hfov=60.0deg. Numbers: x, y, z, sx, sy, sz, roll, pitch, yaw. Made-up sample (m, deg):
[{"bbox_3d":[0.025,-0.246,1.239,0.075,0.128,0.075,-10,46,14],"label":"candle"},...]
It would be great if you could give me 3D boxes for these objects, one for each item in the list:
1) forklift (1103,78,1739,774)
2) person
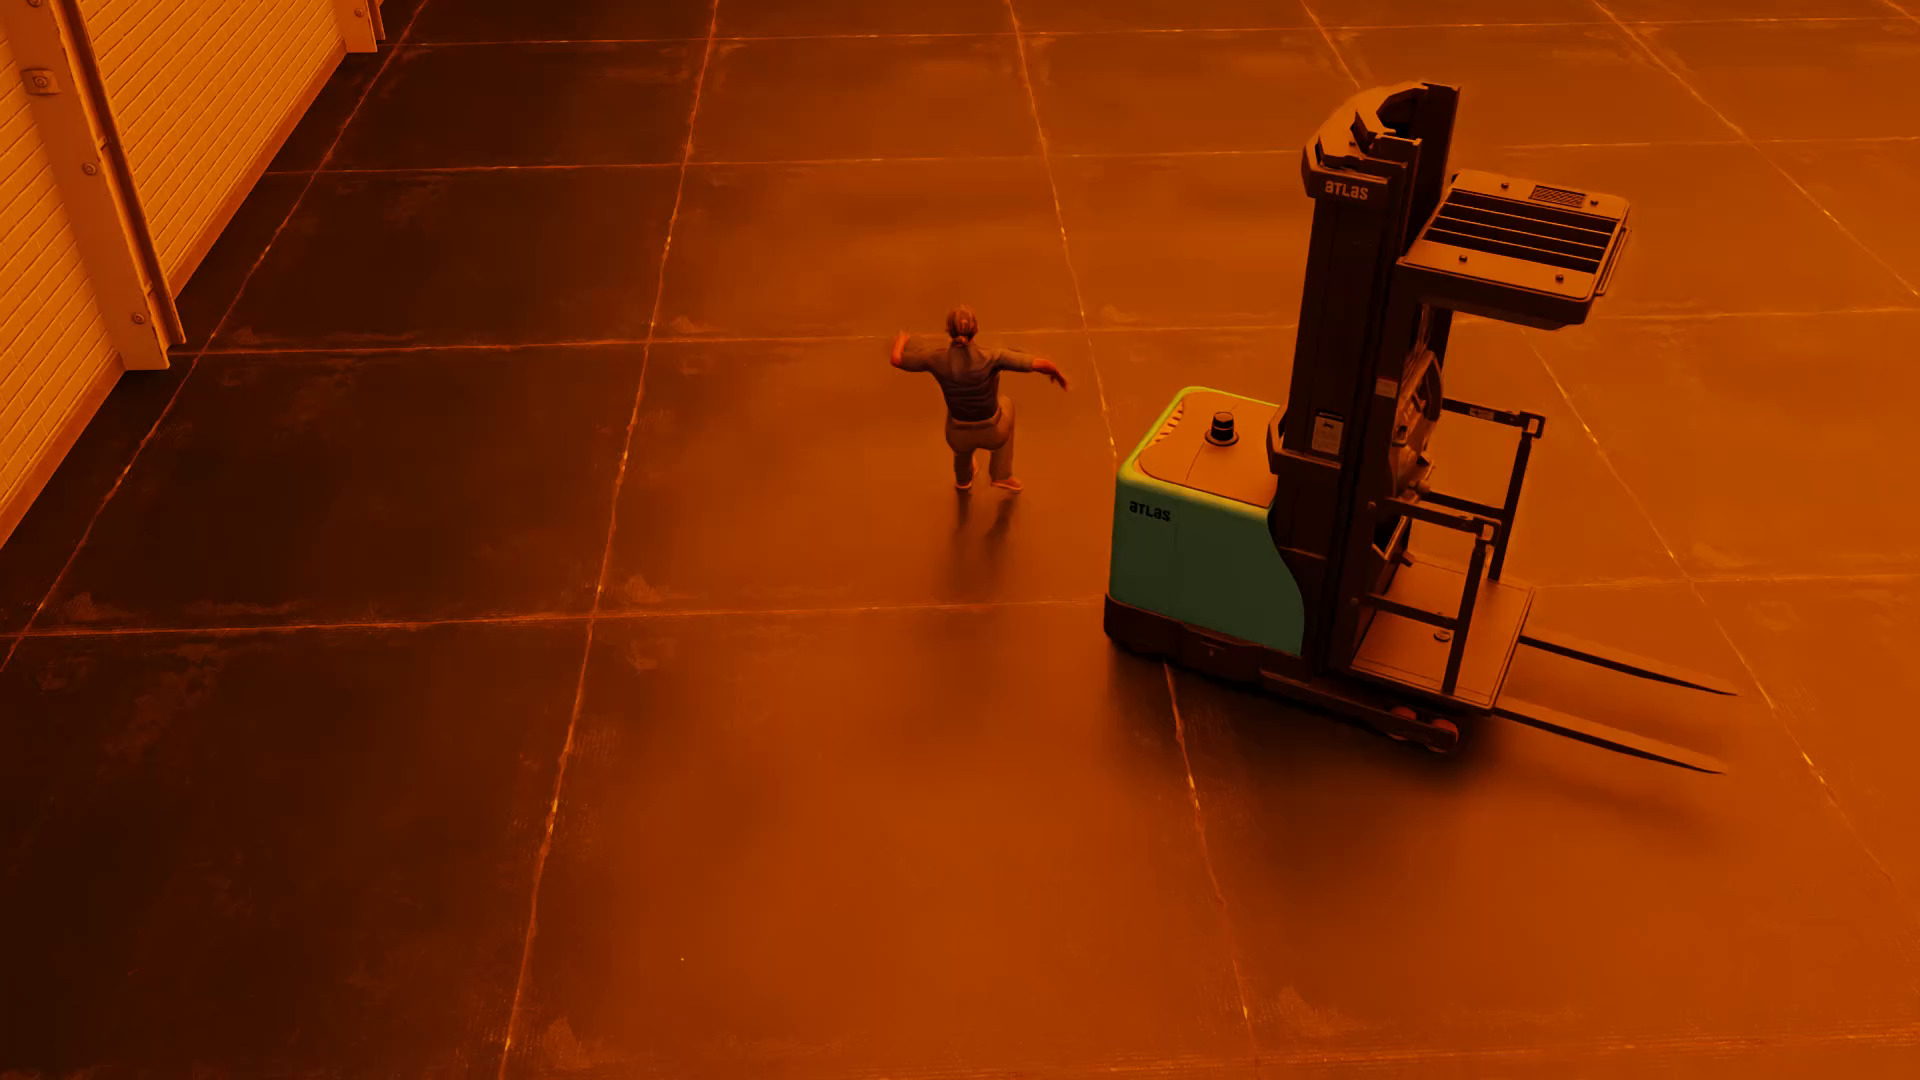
[{"bbox_3d":[2.305,-0.510,7.703,3.031,2.935,1.130,17,39,21],"label":"forklift"},{"bbox_3d":[0.111,-0.803,9.378,0.984,1.420,0.804,1,36,1],"label":"person"}]
